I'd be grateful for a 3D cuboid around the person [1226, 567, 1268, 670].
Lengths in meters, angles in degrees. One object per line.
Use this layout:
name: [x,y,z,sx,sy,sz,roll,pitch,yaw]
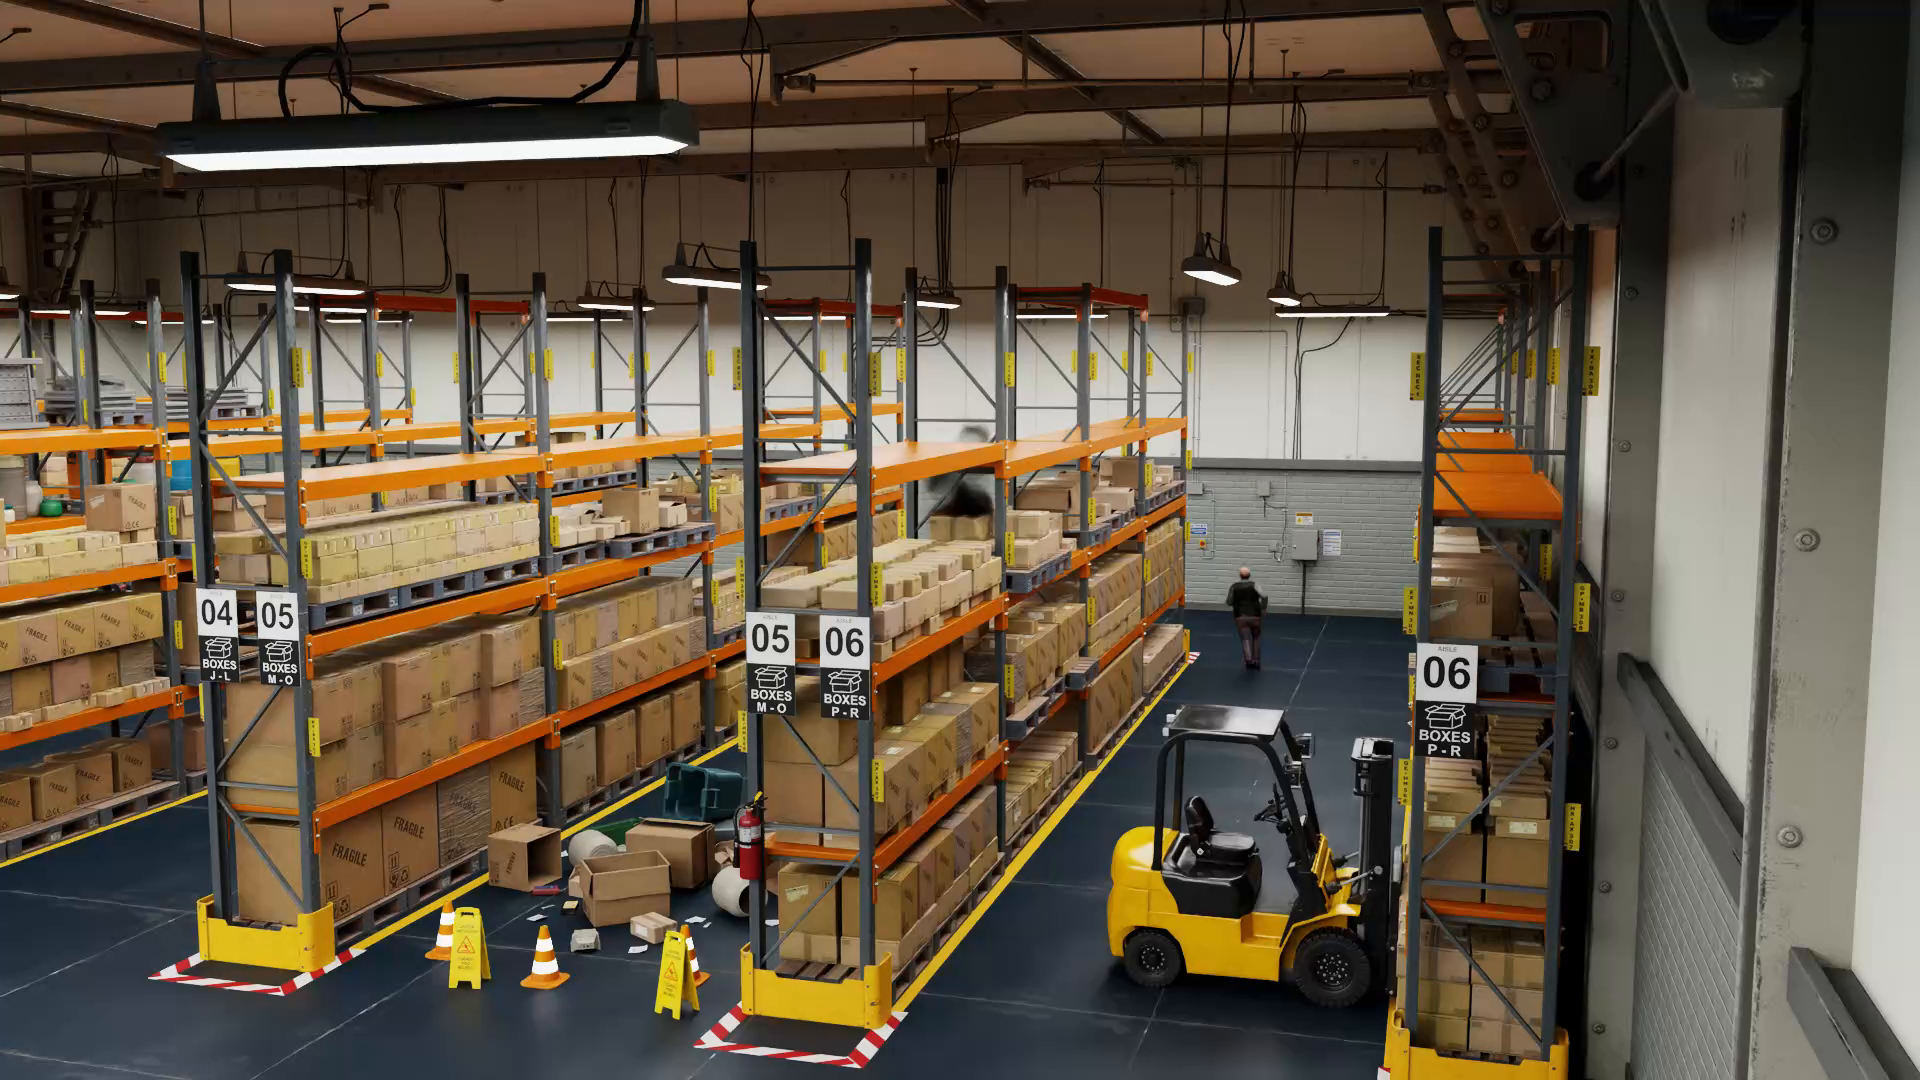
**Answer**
person: [4.652,1.307,27.025,0.675,1.742,0.895,1,7,10]
